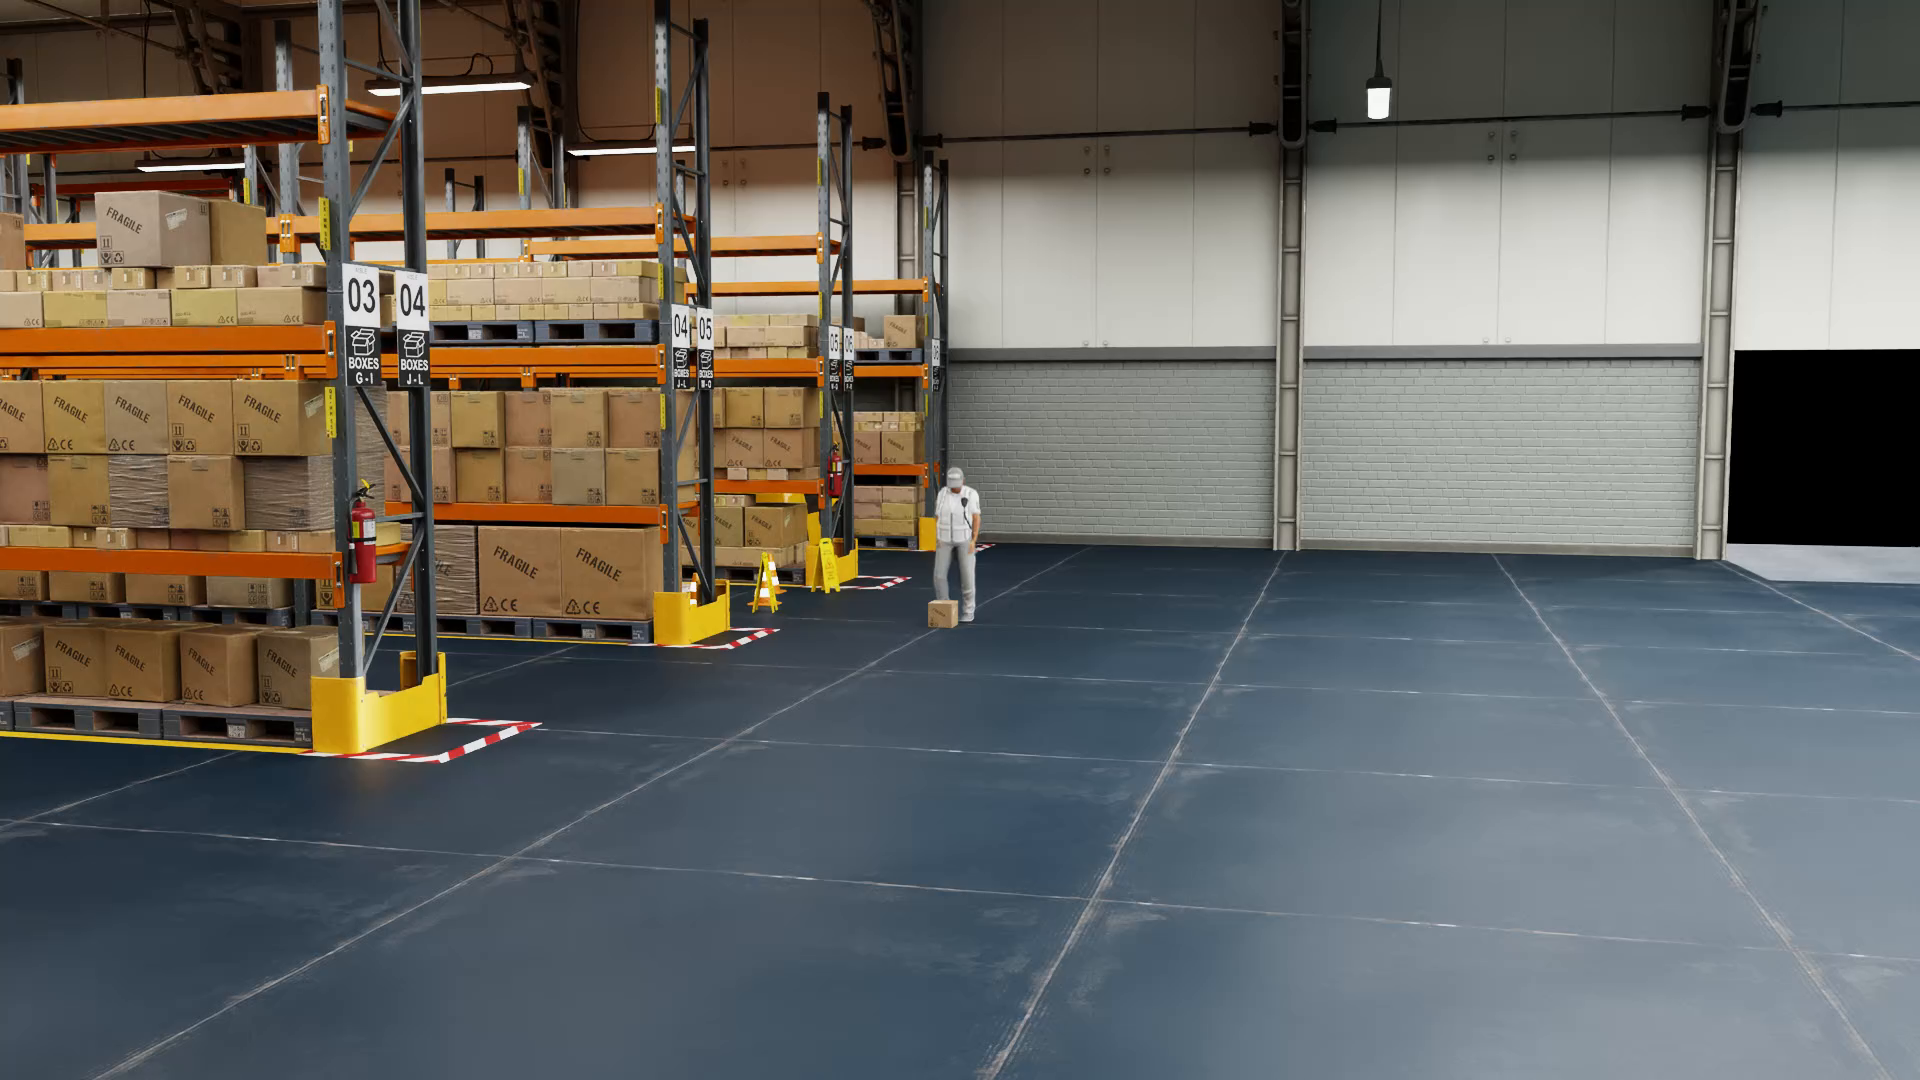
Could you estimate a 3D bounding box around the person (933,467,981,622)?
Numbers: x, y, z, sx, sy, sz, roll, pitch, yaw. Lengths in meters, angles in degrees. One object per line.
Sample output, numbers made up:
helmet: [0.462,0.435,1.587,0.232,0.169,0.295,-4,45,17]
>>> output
person: [-0.027,0.044,17.376,0.496,1.620,0.479,1,5,15]
